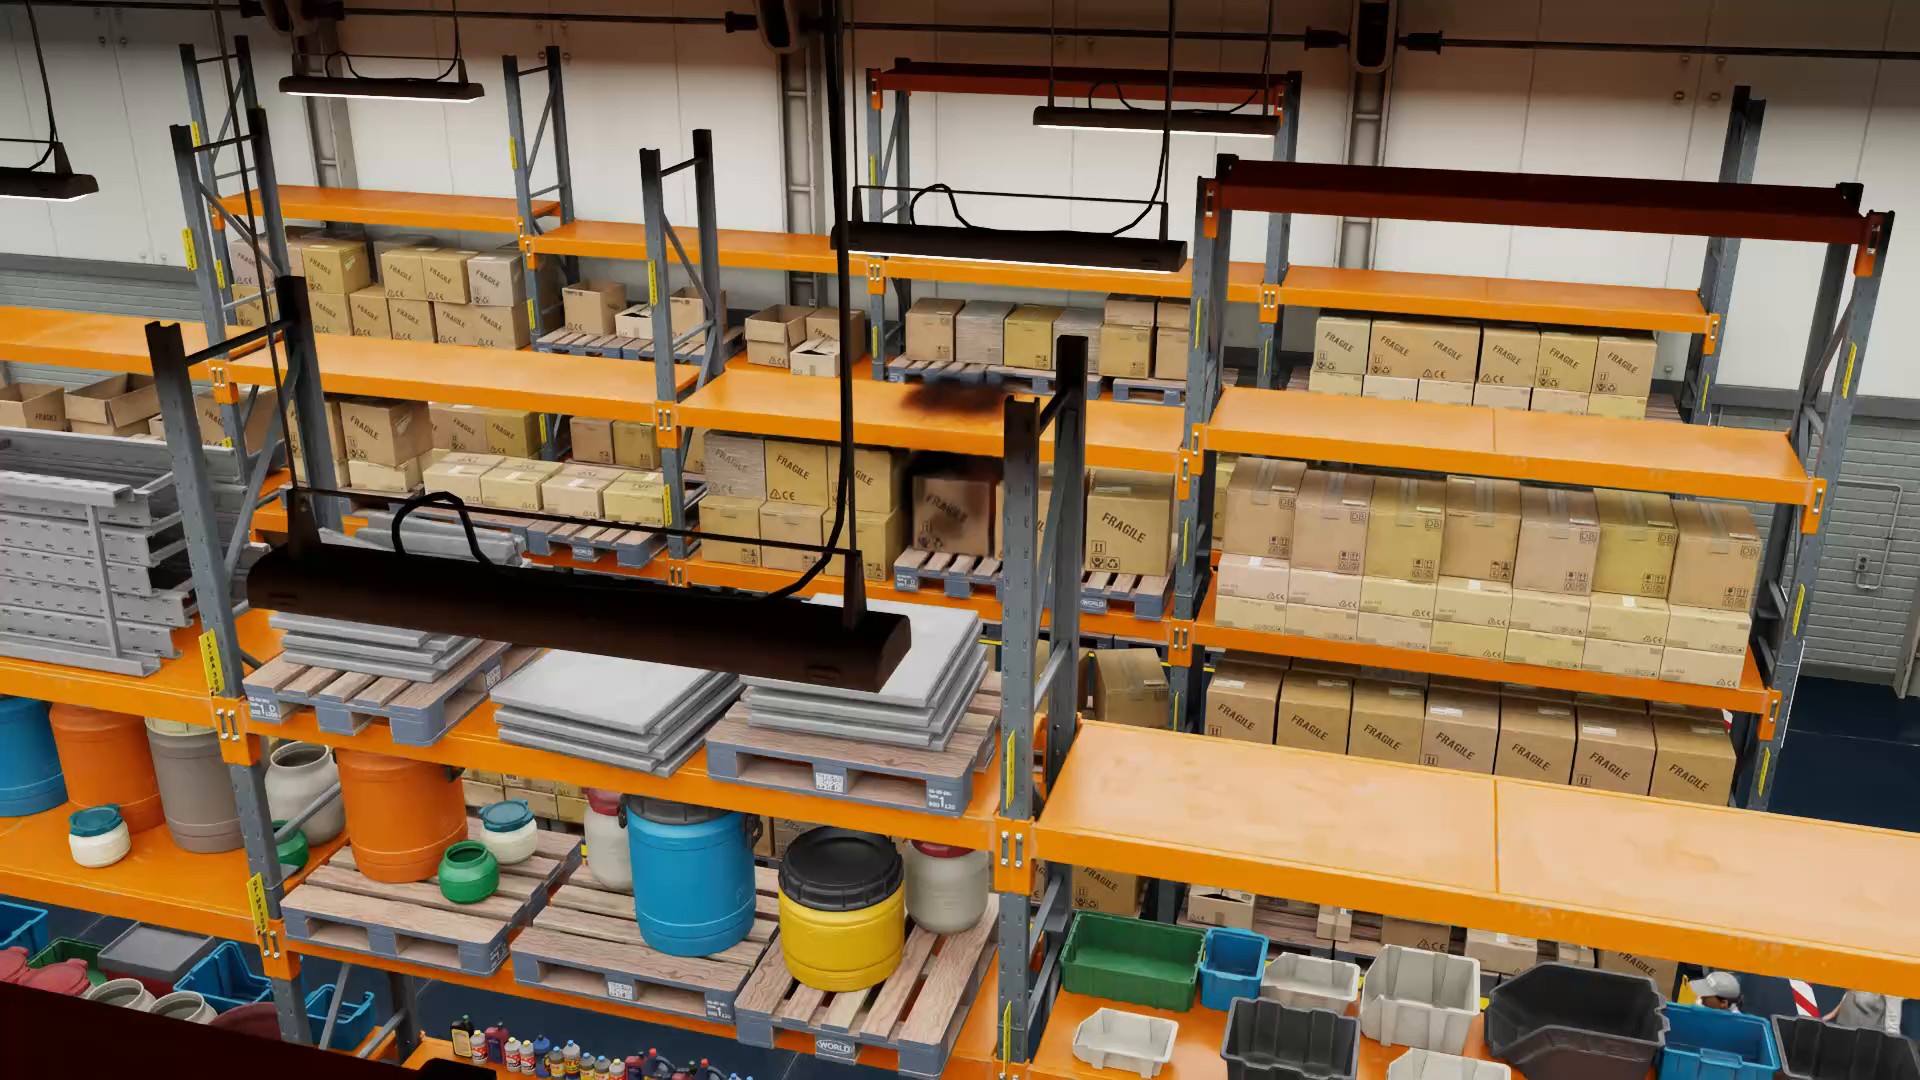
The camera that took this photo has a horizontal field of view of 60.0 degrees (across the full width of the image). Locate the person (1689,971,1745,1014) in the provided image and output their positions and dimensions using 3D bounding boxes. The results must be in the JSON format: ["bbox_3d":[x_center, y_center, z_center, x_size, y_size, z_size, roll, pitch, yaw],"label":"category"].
[{"bbox_3d":[4.681,3.403,10.426,0.425,1.673,0.506,-6,23,-14],"label":"person"}]

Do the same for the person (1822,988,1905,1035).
[{"bbox_3d":[5.967,3.256,10.921,0.876,1.531,0.486,-4,23,-9],"label":"person"}]
